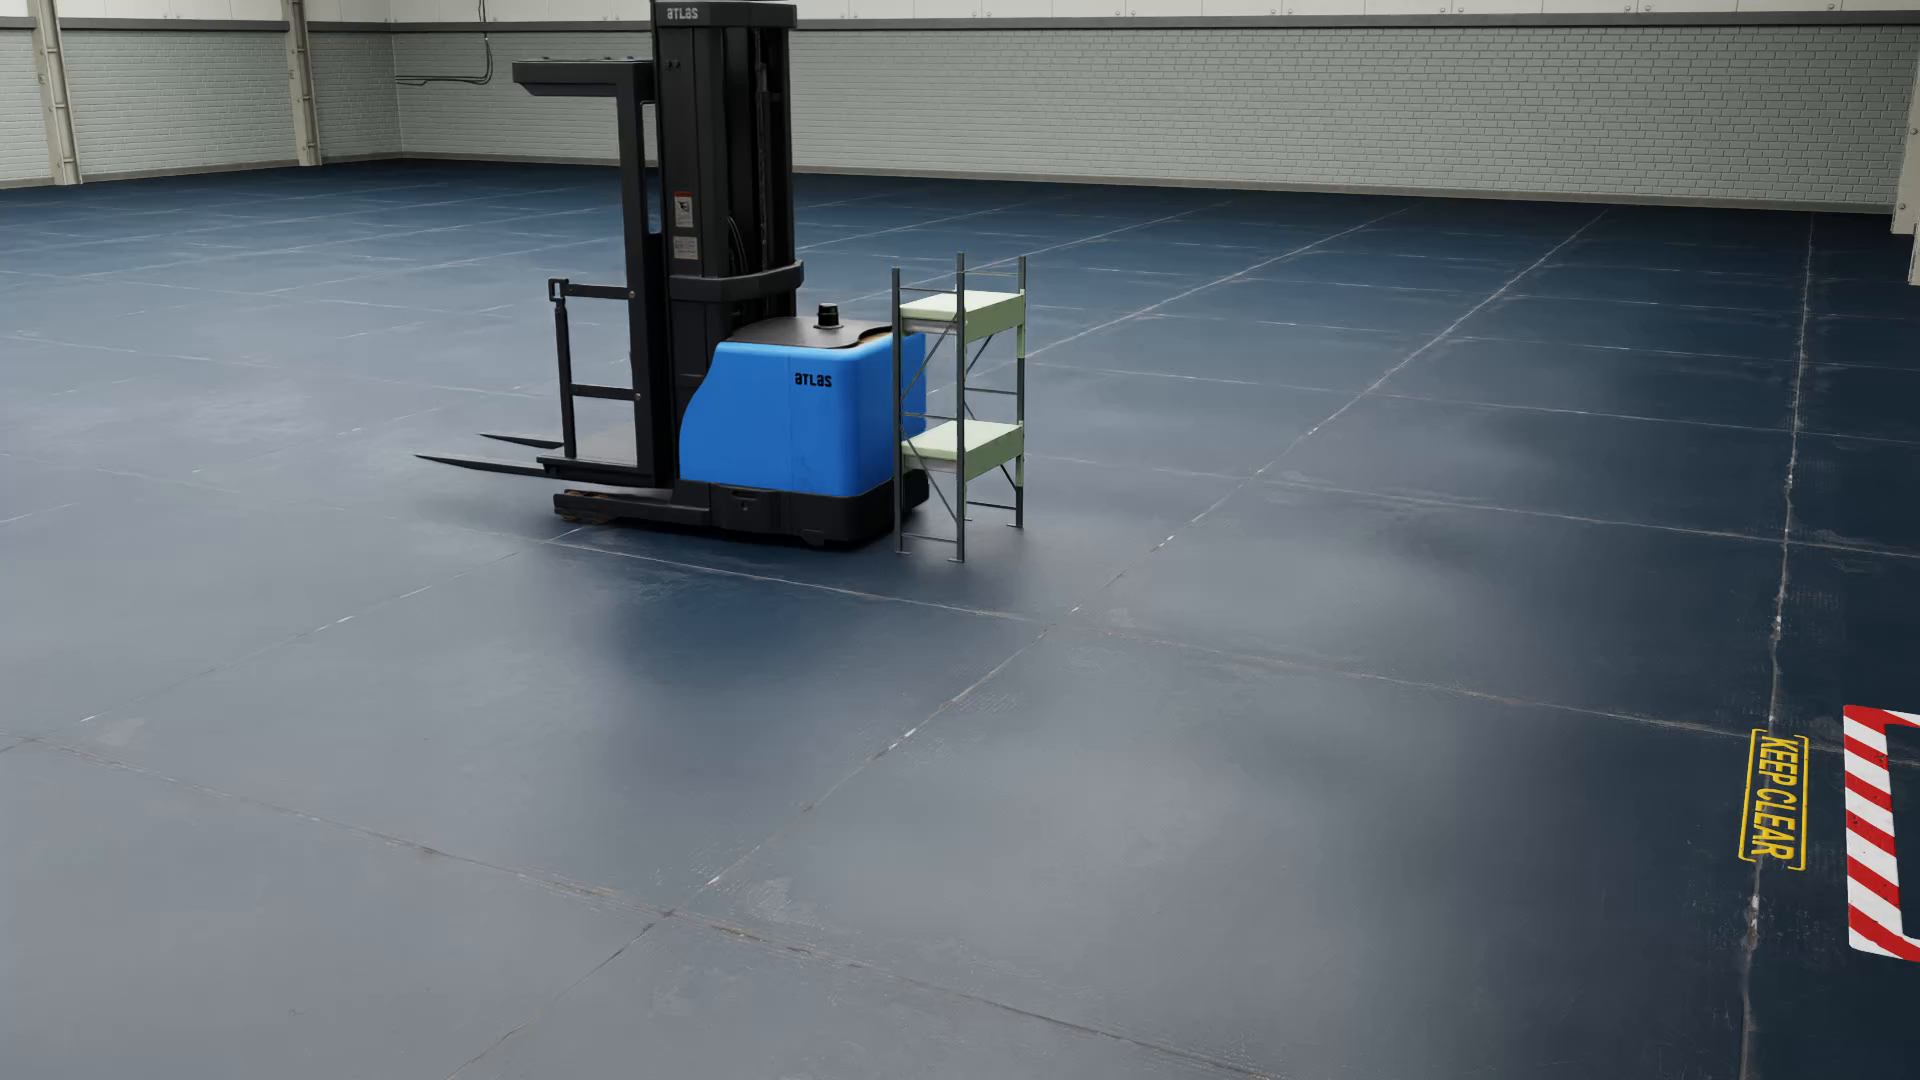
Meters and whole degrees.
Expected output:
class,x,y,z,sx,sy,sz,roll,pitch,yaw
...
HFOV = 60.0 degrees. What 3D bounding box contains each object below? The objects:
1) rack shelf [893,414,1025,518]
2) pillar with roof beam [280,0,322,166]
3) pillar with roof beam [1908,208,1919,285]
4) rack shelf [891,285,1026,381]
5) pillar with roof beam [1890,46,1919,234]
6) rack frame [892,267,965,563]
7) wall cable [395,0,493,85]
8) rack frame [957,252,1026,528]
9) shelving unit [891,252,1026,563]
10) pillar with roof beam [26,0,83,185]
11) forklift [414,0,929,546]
class,x,y,z,sx,sy,sz,roll,pitch,yaw
rack shelf,0.003,-0.408,8.909,0.431,0.370,0.720,8,18,25
pillar with roof beam,-10.763,-12.197,34.286,9.100,9.000,0.400,8,18,25
pillar with roof beam,7.033,-7.757,19.336,9.100,9.000,0.400,8,18,25
rack shelf,0.003,-1.095,8.705,0.431,0.370,0.720,8,18,25
pillar with roof beam,9.714,-9.285,24.481,9.100,9.000,0.400,8,18,25
rack frame,-0.161,-0.627,8.503,0.400,1.500,0.023,8,18,25
wall cable,-12.115,-11.839,38.532,3.097,2.526,0.112,8,18,25
rack frame,0.167,-0.814,9.130,0.400,1.500,0.023,8,18,25
shelving unit,0.003,-0.721,8.817,0.431,1.500,0.755,8,18,25
pillar with roof beam,-13.444,-10.669,29.140,9.100,9.000,0.400,8,18,25
forklift,-1.745,-1.623,9.341,3.031,2.935,1.130,7,18,22
